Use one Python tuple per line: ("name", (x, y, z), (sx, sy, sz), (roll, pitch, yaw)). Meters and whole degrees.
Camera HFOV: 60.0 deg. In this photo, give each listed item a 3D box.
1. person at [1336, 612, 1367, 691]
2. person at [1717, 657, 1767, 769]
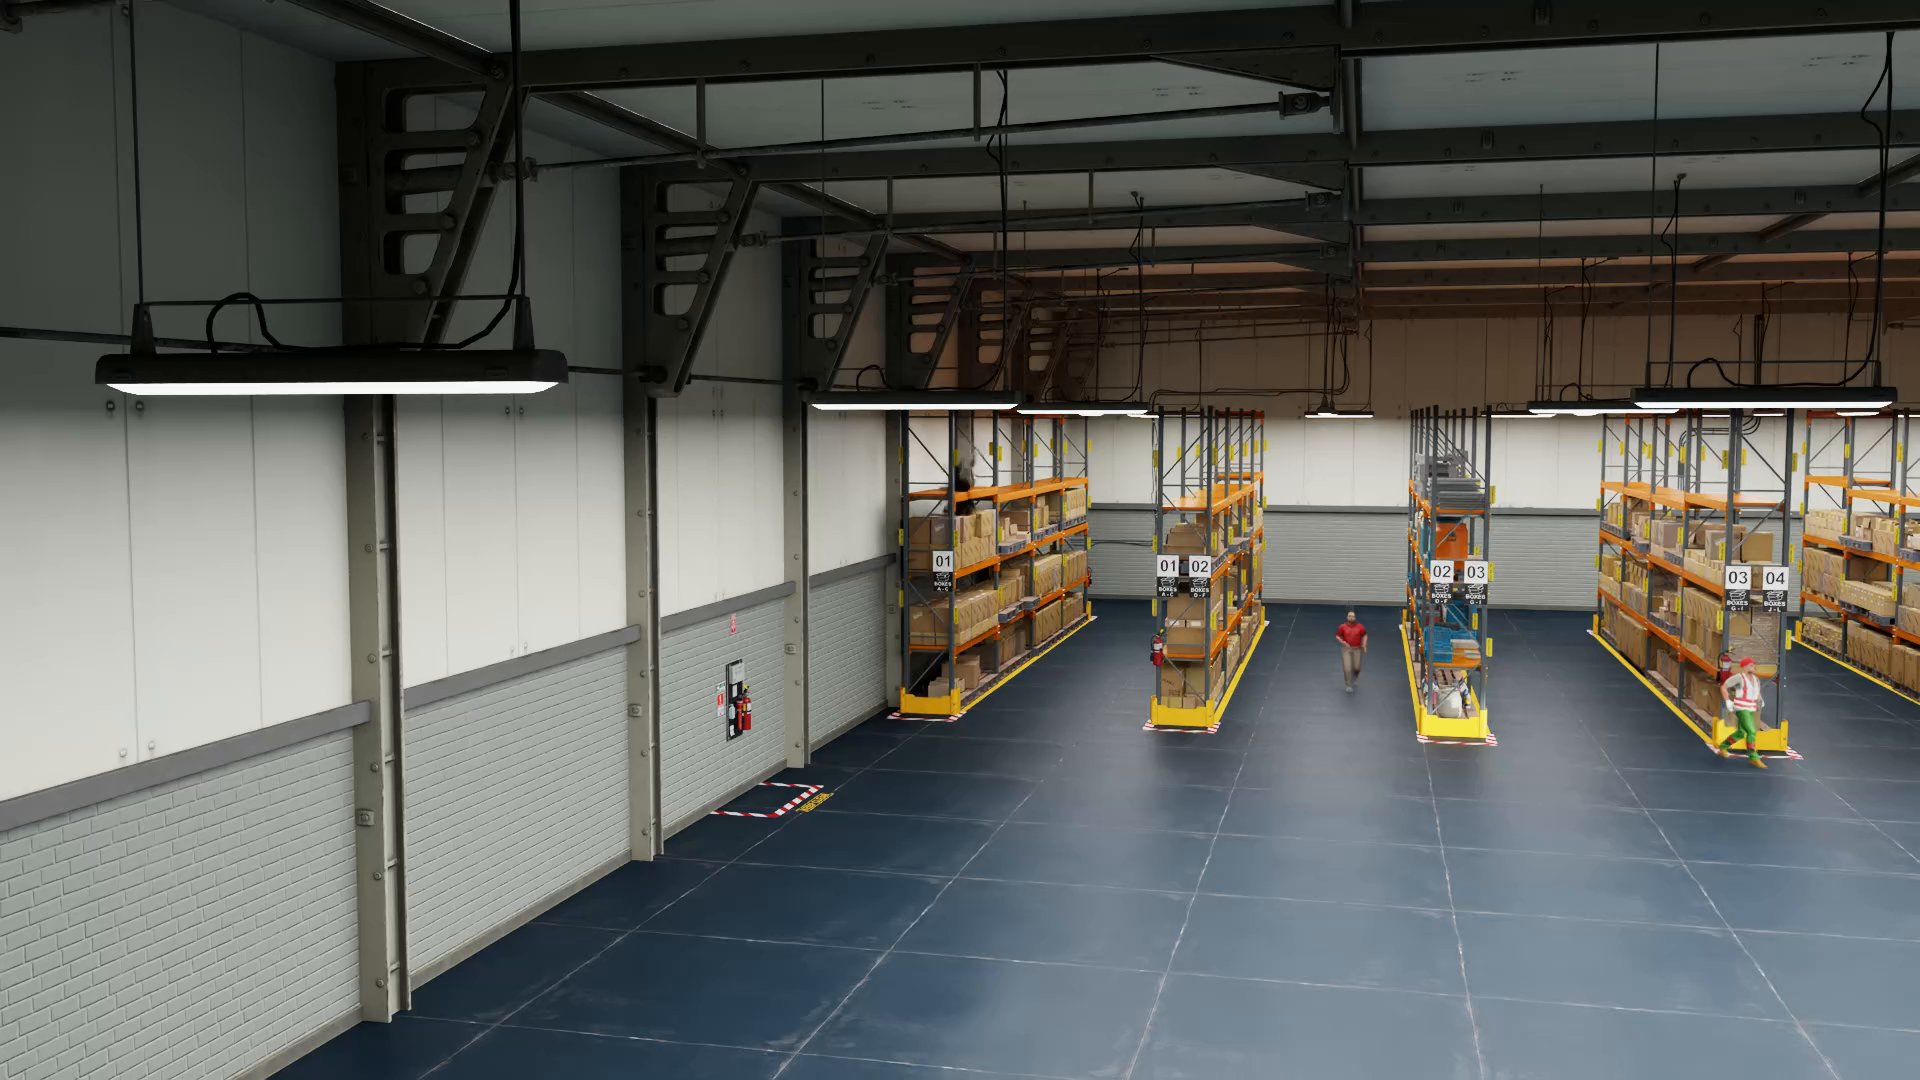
("person", (8.283, 2.363, 35.149), (0.658, 1.686, 0.565), (1, 4, 8))
("person", (13.094, 2.841, 27.697), (0.671, 1.770, 0.956), (-2, 5, -27))
